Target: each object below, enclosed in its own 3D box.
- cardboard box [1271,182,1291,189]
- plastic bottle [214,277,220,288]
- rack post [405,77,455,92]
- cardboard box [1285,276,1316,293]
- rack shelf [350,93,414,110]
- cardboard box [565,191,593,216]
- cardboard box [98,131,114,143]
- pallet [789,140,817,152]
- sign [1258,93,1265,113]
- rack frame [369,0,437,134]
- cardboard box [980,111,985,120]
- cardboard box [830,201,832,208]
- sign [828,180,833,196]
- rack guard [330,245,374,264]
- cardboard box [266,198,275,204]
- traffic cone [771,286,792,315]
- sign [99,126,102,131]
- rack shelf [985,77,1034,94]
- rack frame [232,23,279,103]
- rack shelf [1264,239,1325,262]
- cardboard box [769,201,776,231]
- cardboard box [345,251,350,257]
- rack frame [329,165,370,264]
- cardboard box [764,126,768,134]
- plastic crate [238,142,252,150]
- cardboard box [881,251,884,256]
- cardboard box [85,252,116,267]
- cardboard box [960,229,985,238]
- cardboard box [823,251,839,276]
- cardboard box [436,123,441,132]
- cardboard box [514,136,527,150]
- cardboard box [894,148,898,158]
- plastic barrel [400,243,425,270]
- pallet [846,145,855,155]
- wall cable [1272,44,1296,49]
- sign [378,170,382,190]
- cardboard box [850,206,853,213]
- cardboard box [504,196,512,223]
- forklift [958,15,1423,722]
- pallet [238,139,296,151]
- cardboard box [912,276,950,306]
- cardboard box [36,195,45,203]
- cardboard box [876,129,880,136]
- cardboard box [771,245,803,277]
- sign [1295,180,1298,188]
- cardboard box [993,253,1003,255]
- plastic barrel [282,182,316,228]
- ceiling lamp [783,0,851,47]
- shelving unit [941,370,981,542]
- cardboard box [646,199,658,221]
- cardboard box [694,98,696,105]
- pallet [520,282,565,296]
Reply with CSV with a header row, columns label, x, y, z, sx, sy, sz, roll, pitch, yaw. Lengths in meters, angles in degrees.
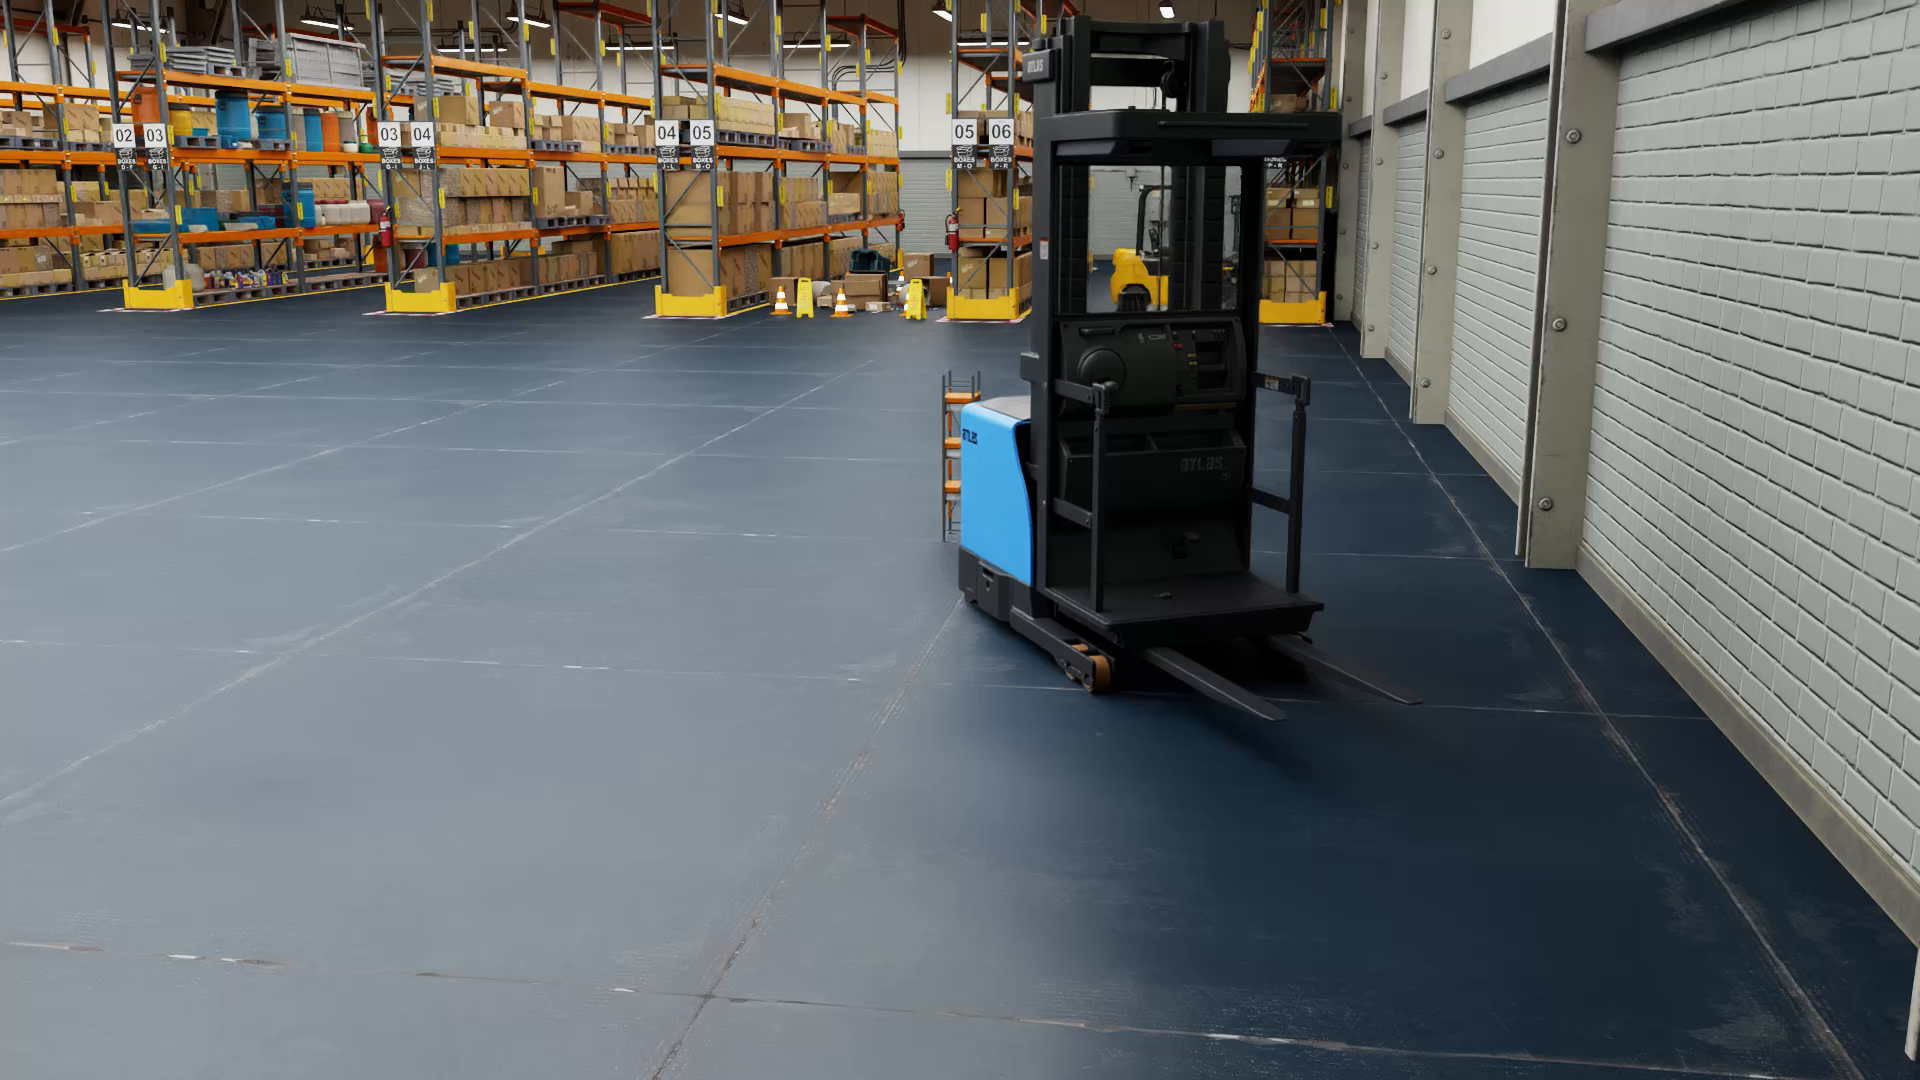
label,x,y,z,sx,sy,sz,roll,pitch,yaw
cardboard box,7.611,-8.210,39.341,0.500,0.500,0.500,2,12,7
plastic bottle,-14.255,-4.938,31.884,0.097,0.201,0.097,0,12,0
rack post,-12.632,-10.833,39.581,0.937,0.300,0.954,2,12,8
cardboard box,5.551,-4.169,27.062,0.500,0.250,0.500,2,12,10
rack shelf,-12.780,-10.081,38.568,1.077,0.370,4.000,2,12,9
cardboard box,-8.224,-7.140,35.269,0.700,0.500,0.500,4,13,17
cardboard box,-18.242,-8.602,35.529,0.500,0.250,0.500,1,12,4
pallet,-3.523,-7.942,33.556,1.003,0.211,1.213,2,12,11
sign,4.740,-6.853,26.140,0.100,0.325,0.005,2,12,9
rack frame,-9.424,-8.386,28.047,1.000,3.000,0.127,2,12,9
cardboard box,0.207,-6.998,27.430,0.380,0.149,0.250,2,12,10
cardboard box,-2.995,-7.316,36.213,0.380,0.149,0.250,2,12,11
sign,-2.759,-7.486,35.361,0.100,0.325,0.005,2,12,9
rack guard,-16.762,-7.868,45.816,1.175,0.500,0.348,2,12,9
cardboard box,-17.542,-8.435,42.274,0.500,0.500,0.500,2,12,10
traffic cone,-3.053,-4.096,28.402,0.336,0.463,0.334,2,12,9
sign,-21.723,-10.290,42.028,0.100,0.325,0.005,2,12,9
rack shelf,1.291,-8.767,32.470,1.077,0.370,4.000,2,12,9
rack frame,-17.366,-11.206,41.131,1.000,3.000,0.127,2,12,9
rack shelf,5.581,-5.037,28.454,1.077,0.370,4.000,2,12,9
cardboard box,-3.968,-6.101,31.325,0.875,0.550,0.550,2,12,9
cardboard box,-16.742,-7.733,44.939,0.380,0.166,0.250,2,12,9
rack frame,-16.751,-9.106,45.626,1.000,3.000,0.127,2,12,9
cardboard box,-3.740,-7.510,30.461,0.380,0.149,0.250,2,12,10
plastic crate,-13.550,-7.437,31.388,0.243,0.136,0.396,2,12,9
cardboard box,-2.094,-7.113,41.443,0.380,0.149,0.250,2,12,9
cardboard box,-18.204,-5.925,35.066,0.500,0.311,0.500,2,12,8
cardboard box,0.215,-5.094,27.609,0.380,0.149,0.250,2,12,11
cardboard box,-2.947,-6.059,36.427,0.500,0.500,0.500,1,12,6
cardboard box,-9.153,-7.091,28.568,0.380,0.149,0.250,2,12,8
cardboard box,-8.620,-7.576,31.763,0.500,0.250,0.500,2,12,11
cardboard box,-1.886,-9.892,42.511,0.500,0.250,0.500,2,12,7
plastic barrel,-12.855,-6.643,38.926,0.600,0.588,0.708,2,12,9
pallet,-3.049,-8.803,37.548,1.213,0.211,1.003,2,12,9
wall cable,9.868,-15.088,45.942,2.988,3.039,0.133,2,12,9
sign,-9.969,-6.196,28.626,0.100,0.325,0.005,2,12,9
cardboard box,-2.676,-7.605,38.262,0.380,0.149,0.250,1,12,6
cardboard box,-9.050,-6.286,31.597,0.875,0.500,0.500,2,12,9
forklift,0.975,-0.856,7.509,1.130,2.935,3.031,-4,13,-20
pallet,-13.717,-7.667,32.279,1.213,0.211,1.003,2,12,9
cardboard box,-0.526,-4.565,30.485,0.500,0.500,0.500,-10,16,-40
cardboard box,-18.504,-6.804,33.170,0.380,0.149,0.250,2,12,7
cardboard box,-2.159,-9.927,40.539,0.380,0.149,0.250,3,12,11
cardboard box,-3.764,-5.543,33.436,1.050,0.750,0.750,2,12,9
sign,7.668,-8.019,37.835,0.100,0.325,0.005,2,12,9
cardboard box,0.474,-4.859,29.670,0.500,0.500,0.500,3,12,12
plastic barrel,-13.344,-6.762,33.562,0.600,0.901,0.708,2,12,9
ceiling lamp,-4.045,-15.047,45.098,2.000,3.185,0.800,2,12,9
shelving unit,0.008,-0.524,10.434,0.215,1.050,0.252,2,12,9
cardboard box,-7.463,-7.791,39.290,0.500,0.500,0.500,2,12,10
cardboard box,-4.704,-7.500,28.522,0.380,0.149,0.250,2,12,10
pallet,-8.690,-5.085,33.588,1.003,0.211,1.213,2,12,9
